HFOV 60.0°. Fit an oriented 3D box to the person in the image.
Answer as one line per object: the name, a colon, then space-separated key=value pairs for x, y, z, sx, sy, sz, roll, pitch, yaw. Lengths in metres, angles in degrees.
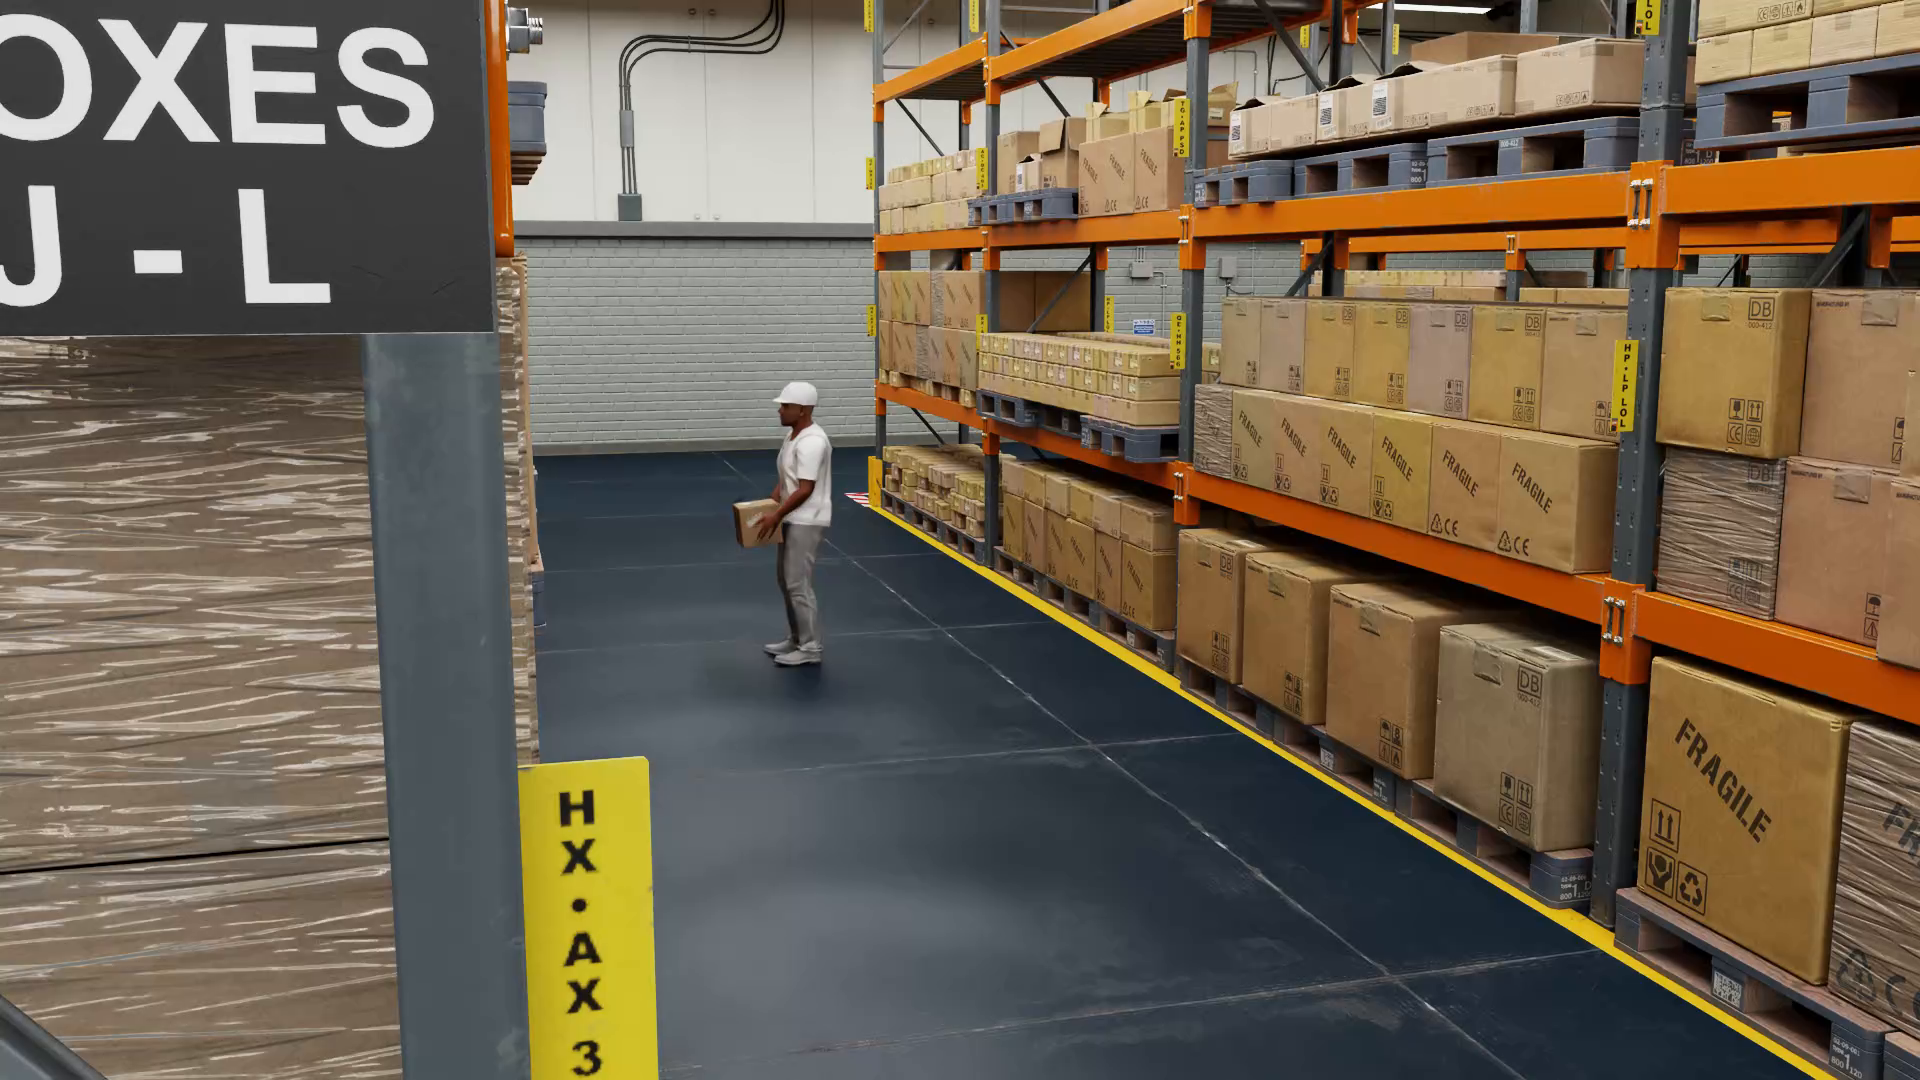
person: x=-1.063 y=-0.108 z=10.459 sx=0.509 sy=1.768 sz=0.562 roll=-3 pitch=10 yaw=-17
